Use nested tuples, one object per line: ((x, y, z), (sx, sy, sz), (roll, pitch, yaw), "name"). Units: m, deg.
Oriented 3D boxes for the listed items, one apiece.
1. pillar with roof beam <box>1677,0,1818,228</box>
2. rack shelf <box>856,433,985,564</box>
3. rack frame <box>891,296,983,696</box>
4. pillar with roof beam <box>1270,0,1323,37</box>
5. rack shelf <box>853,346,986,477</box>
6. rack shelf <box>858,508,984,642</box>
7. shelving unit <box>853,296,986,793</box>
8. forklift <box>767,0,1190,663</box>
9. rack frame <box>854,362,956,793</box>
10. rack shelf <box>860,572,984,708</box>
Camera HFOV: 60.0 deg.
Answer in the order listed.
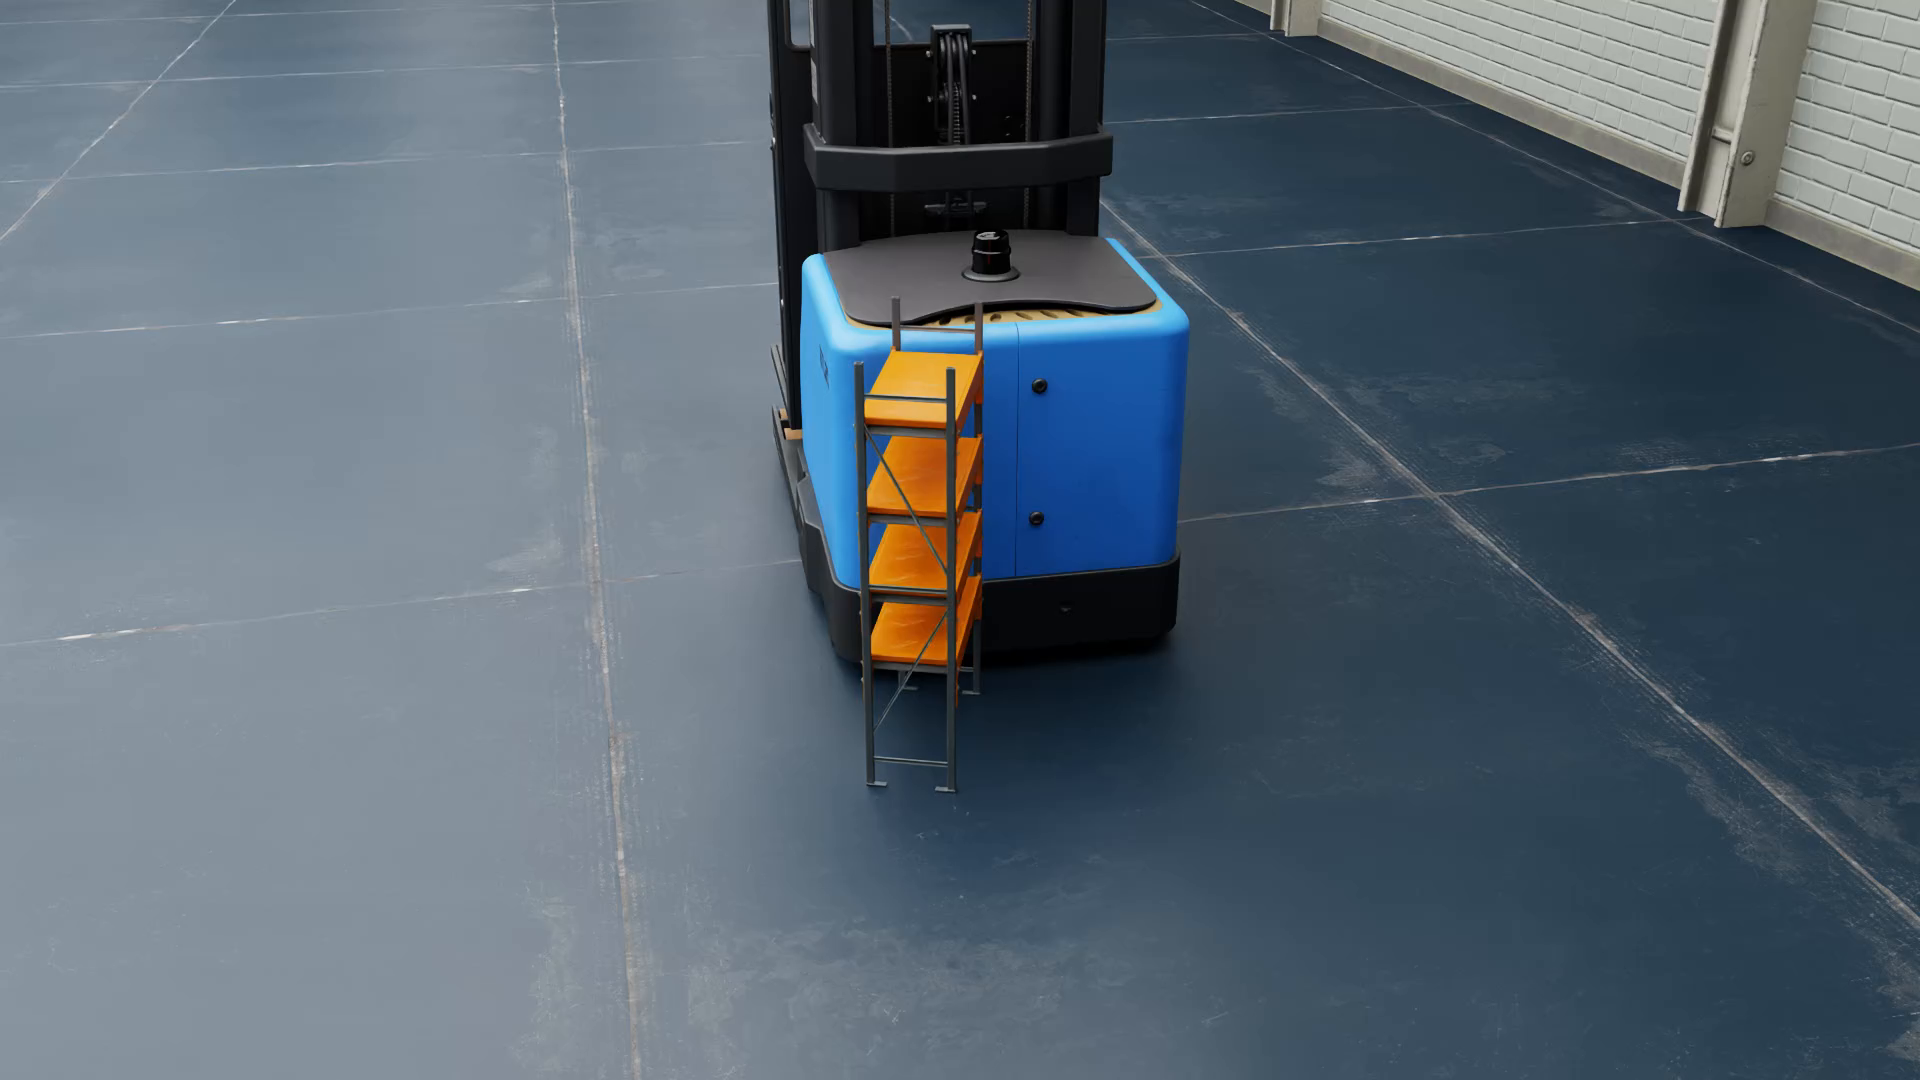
((0.093, -5.401, 6.463), (9.100, 9.000, 0.400), (-6, 27, -12), "pillar with roof beam")
((-0.095, -0.122, 4.313), (0.258, 0.148, 0.480), (4, 27, 7), "rack shelf")
((-0.059, -0.091, 4.599), (0.240, 1.200, 0.015), (4, 27, 7), "rack frame")
((-1.259, -8.035, 11.681), (9.100, 9.000, 0.400), (-6, 27, -12), "pillar with roof beam")
((-0.095, -0.333, 4.207), (0.258, 0.148, 0.480), (4, 27, 7), "rack shelf")
((-0.095, 0.078, 4.414), (0.258, 0.148, 0.480), (4, 27, 7), "rack shelf")
((-0.095, 0.017, 4.384), (0.258, 1.200, 0.503), (4, 27, 7), "shelving unit")
((-0.116, -1.587, 5.641), (1.130, 2.935, 3.031), (-5, 27, -9), "forklift")
((-0.130, 0.126, 4.168), (0.240, 1.200, 0.015), (4, 27, 7), "rack frame")
((-0.095, 0.255, 4.504), (0.258, 0.148, 0.480), (4, 27, 7), "rack shelf")
